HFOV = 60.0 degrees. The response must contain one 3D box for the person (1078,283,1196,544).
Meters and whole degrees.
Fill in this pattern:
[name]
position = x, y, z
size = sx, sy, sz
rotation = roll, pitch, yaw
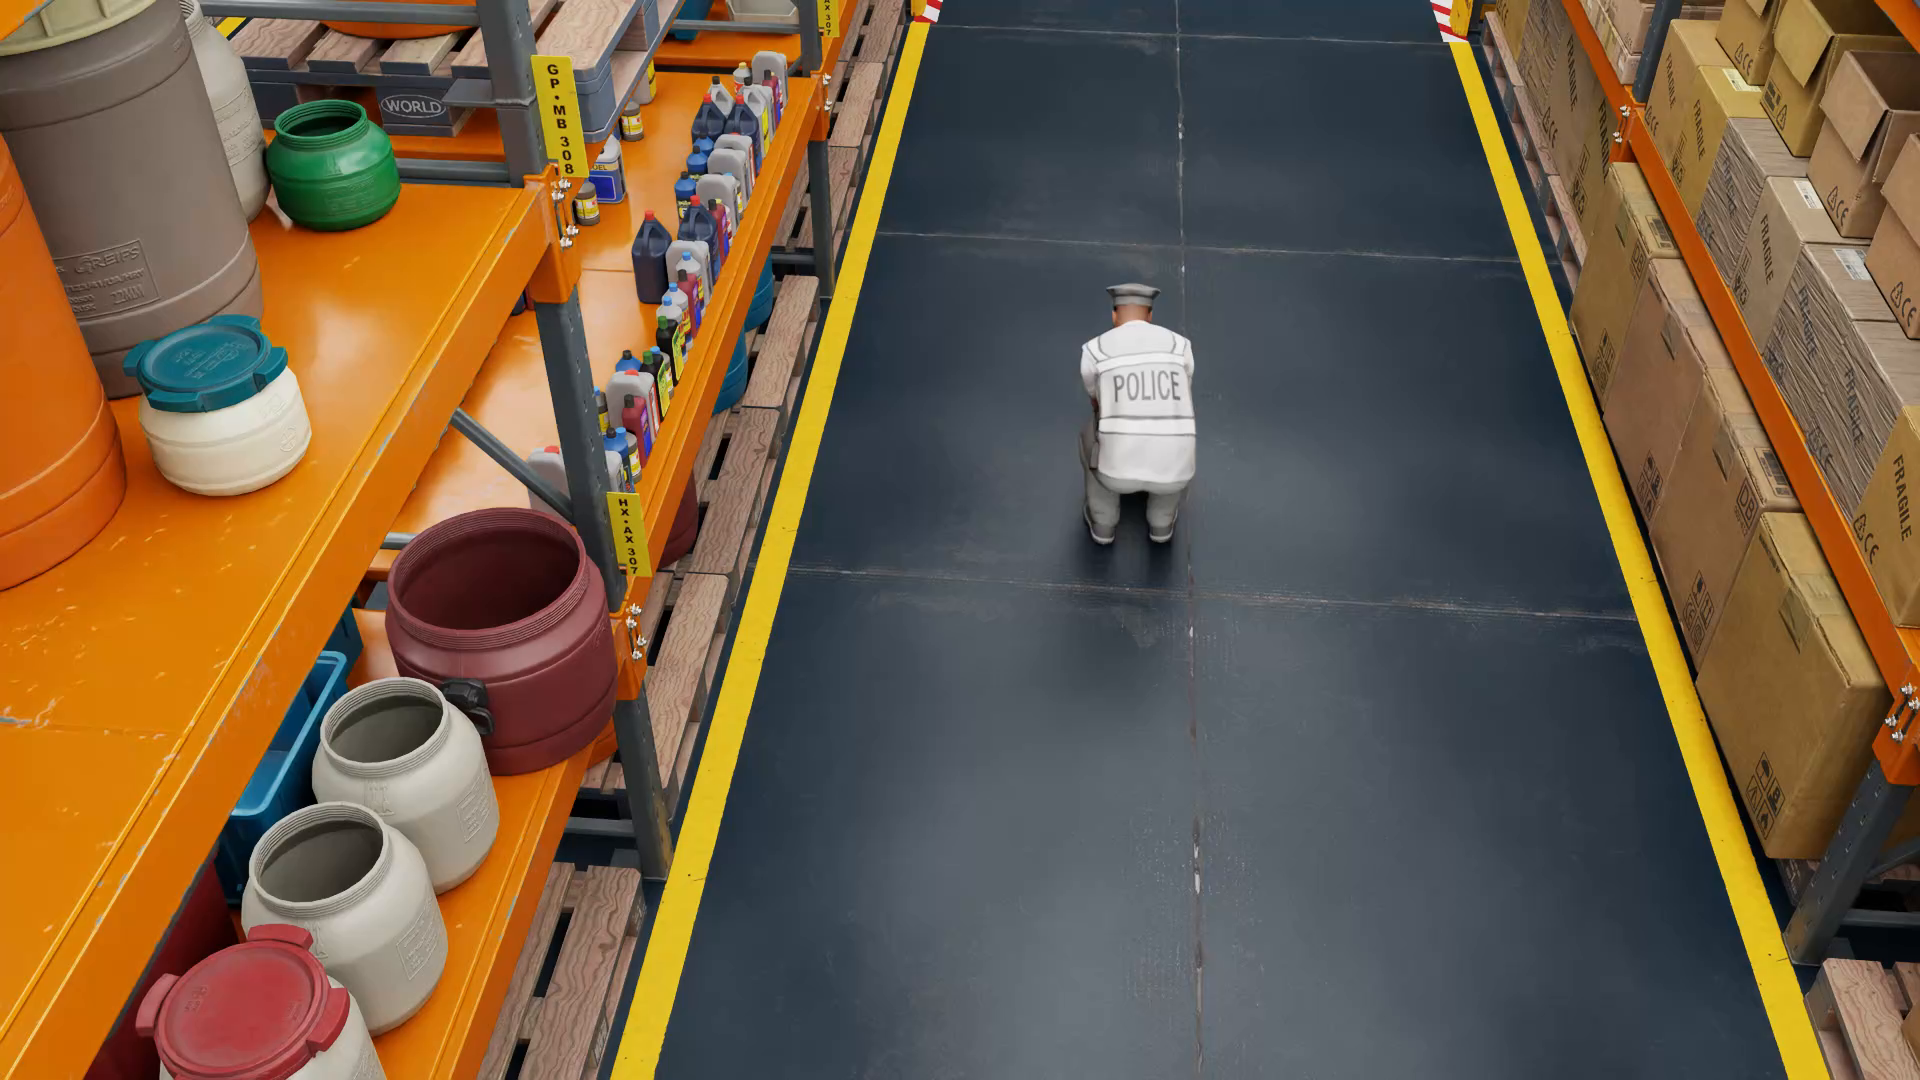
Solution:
[person]
position = 0.788, -0.535, 7.368
size = 0.527, 1.031, 0.914
rotation = 2, 40, 3
